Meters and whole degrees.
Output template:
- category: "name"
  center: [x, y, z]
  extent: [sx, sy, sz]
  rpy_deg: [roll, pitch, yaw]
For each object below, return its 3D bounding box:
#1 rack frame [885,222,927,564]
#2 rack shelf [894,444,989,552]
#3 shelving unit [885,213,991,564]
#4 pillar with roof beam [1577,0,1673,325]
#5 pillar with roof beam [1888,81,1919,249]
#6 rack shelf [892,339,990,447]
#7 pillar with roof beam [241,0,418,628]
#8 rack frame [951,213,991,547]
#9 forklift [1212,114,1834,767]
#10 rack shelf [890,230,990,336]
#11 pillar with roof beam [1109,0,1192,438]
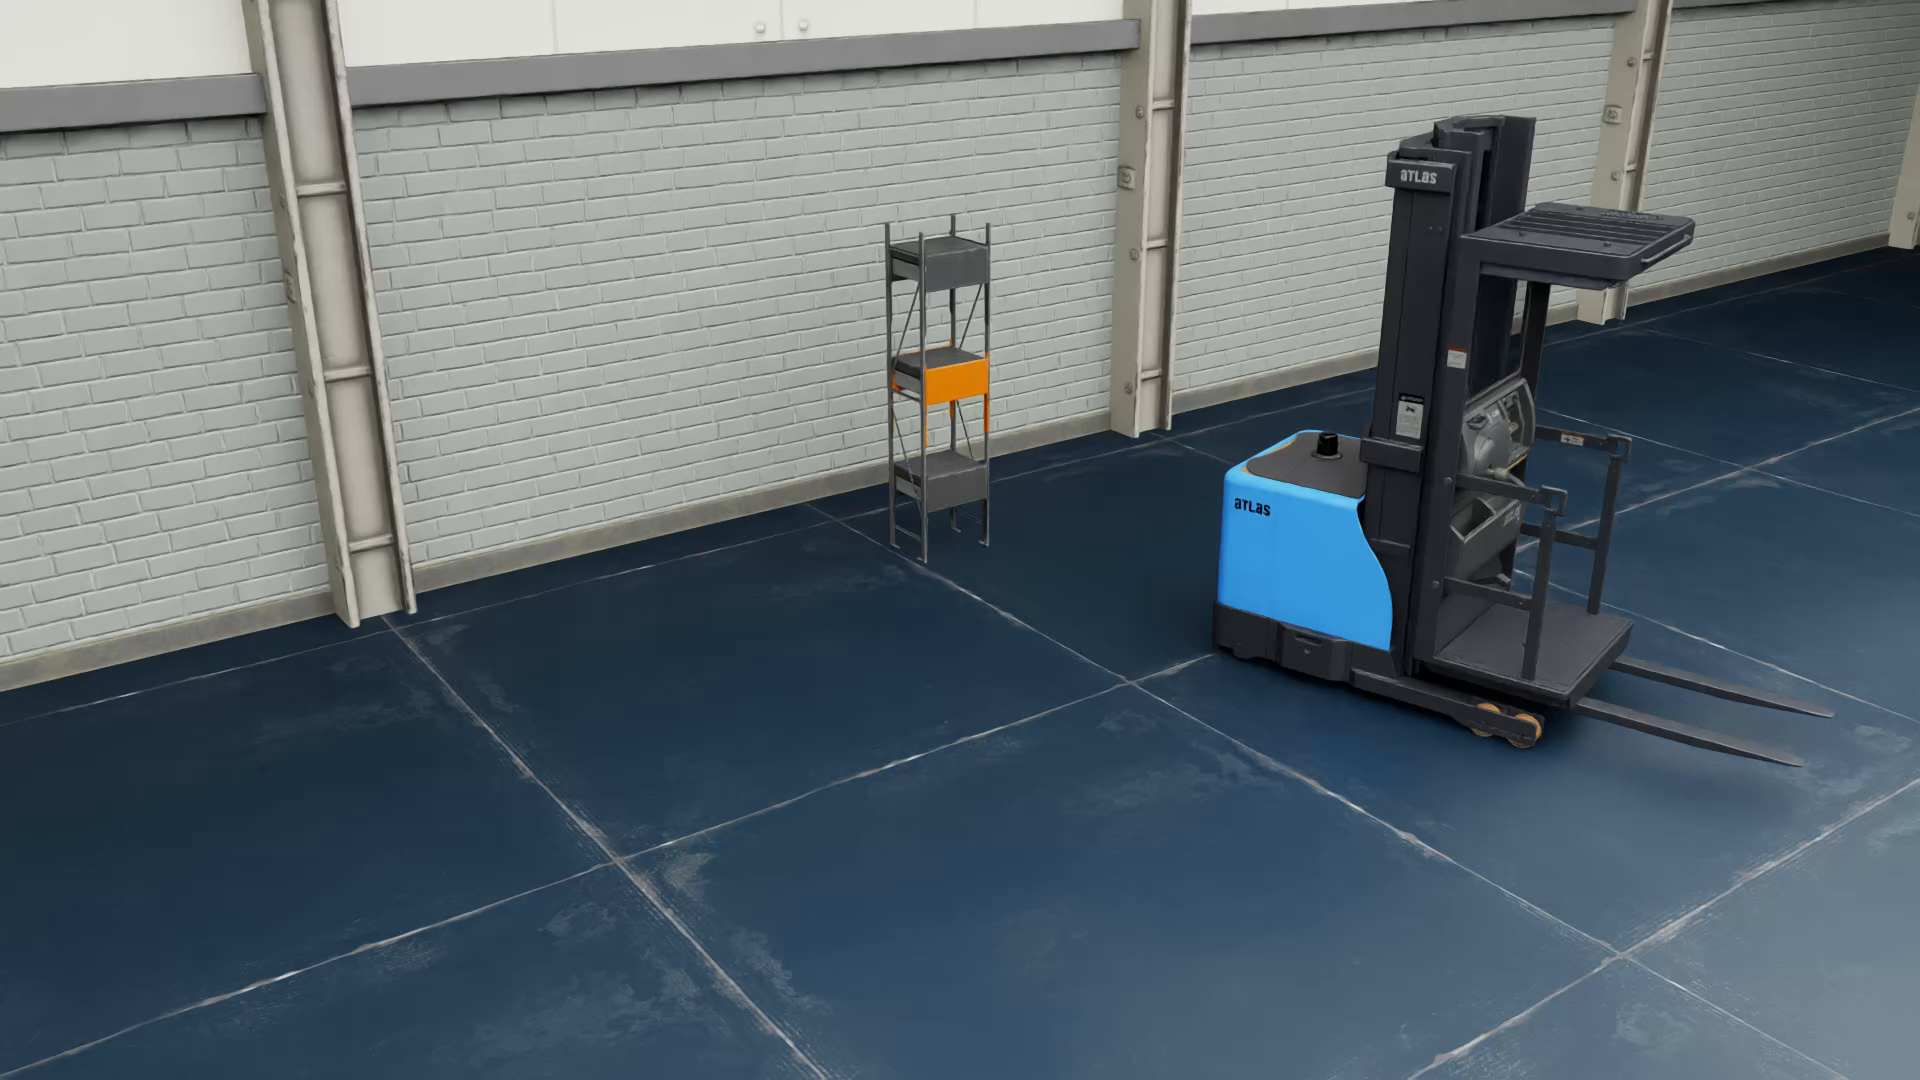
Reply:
- category: "rack frame"
  center: [-0.332, -0.887, 10.285]
  extent: [0.015, 2.100, 0.400]
  rpy_deg: [-15, 26, -33]
- category: "rack shelf"
  center: [-0.134, -0.277, 10.682]
  extent: [0.480, 0.518, 0.431]
  rpy_deg: [-15, 26, -33]
- category: "shelving unit"
  center: [-0.134, -0.939, 10.417]
  extent: [0.503, 2.100, 0.431]
  rpy_deg: [-15, 26, -33]
- category: "pillar with roof beam"
  center: [8.801, -5.060, 11.435]
  extent: [0.400, 9.000, 9.100]
  rpy_deg: [-15, 26, -33]
- category: "pillar with roof beam"
  center: [13.671, -6.358, 14.689]
  extent: [0.400, 9.000, 9.100]
  rpy_deg: [-15, 26, -33]
- category: "rack shelf"
  center: [-0.134, -0.927, 10.422]
  extent: [0.480, 0.518, 0.431]
  rpy_deg: [-15, 26, -33]
- category: "pillar with roof beam"
  center: [-0.940, -2.462, 4.925]
  extent: [0.400, 9.000, 9.100]
  rpy_deg: [-15, 26, -33]
- category: "rack frame"
  center: [0.064, -0.992, 10.550]
  extent: [0.015, 2.100, 0.400]
  rpy_deg: [-15, 26, -33]
- category: "forklift"
  center: [2.890, -0.547, 8.312]
  extent: [3.031, 2.935, 1.130]
  rpy_deg: [16, 27, 34]
- category: "rack shelf"
  center: [-0.134, -1.577, 10.163]
  extent: [0.480, 0.518, 0.431]
  rpy_deg: [-15, 26, -33]
- category: "pillar with roof beam"
  center: [3.930, -3.761, 8.180]
  extent: [0.400, 9.000, 9.100]
  rpy_deg: [-15, 26, -33]
